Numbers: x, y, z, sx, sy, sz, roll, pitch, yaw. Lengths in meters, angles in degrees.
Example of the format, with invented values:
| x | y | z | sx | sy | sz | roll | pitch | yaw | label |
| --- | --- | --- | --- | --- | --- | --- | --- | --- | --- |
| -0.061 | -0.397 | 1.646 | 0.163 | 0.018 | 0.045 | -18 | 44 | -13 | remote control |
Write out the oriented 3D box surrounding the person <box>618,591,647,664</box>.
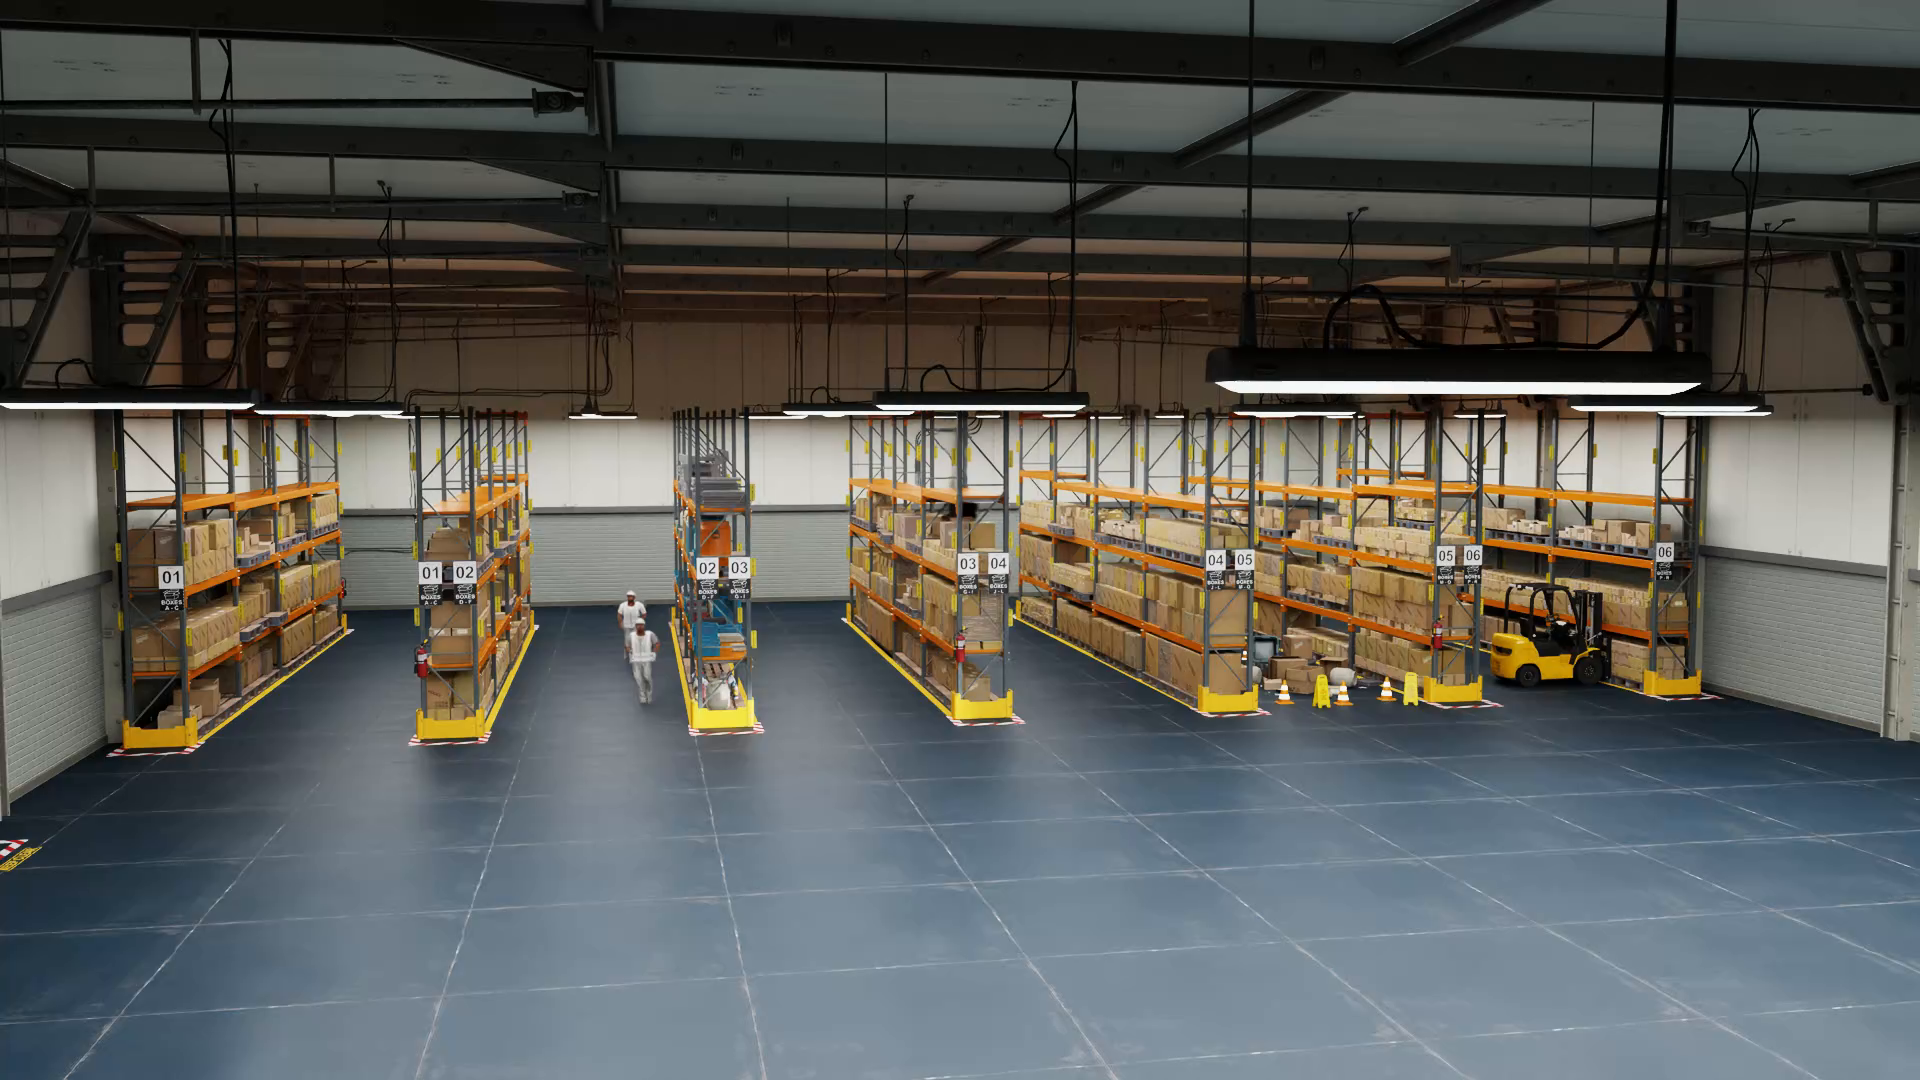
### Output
| x | y | z | sx | sy | sz | roll | pitch | yaw | label |
| --- | --- | --- | --- | --- | --- | --- | --- | --- | --- |
| -7.759 | 2.064 | 39.386 | 0.687 | 1.731 | 0.616 | 0 | 4 | -7 | person |

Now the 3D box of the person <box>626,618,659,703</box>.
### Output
| x | y | z | sx | sy | sz | roll | pitch | yaw | label |
| --- | --- | --- | --- | --- | --- | --- | --- | --- | --- |
| -6.424 | 2.450 | 33.552 | 0.653 | 1.739 | 0.621 | 0 | 4 | -2 | person |

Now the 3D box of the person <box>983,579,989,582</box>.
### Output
| x | y | z | sx | sy | sz | roll | pitch | yaw | label |
| --- | --- | --- | --- | --- | --- | --- | --- | --- | --- |
| 0.891 | 1.376 | 49.006 | 0.750 | 1.781 | 0.896 | 2 | 5 | 26 | person |
